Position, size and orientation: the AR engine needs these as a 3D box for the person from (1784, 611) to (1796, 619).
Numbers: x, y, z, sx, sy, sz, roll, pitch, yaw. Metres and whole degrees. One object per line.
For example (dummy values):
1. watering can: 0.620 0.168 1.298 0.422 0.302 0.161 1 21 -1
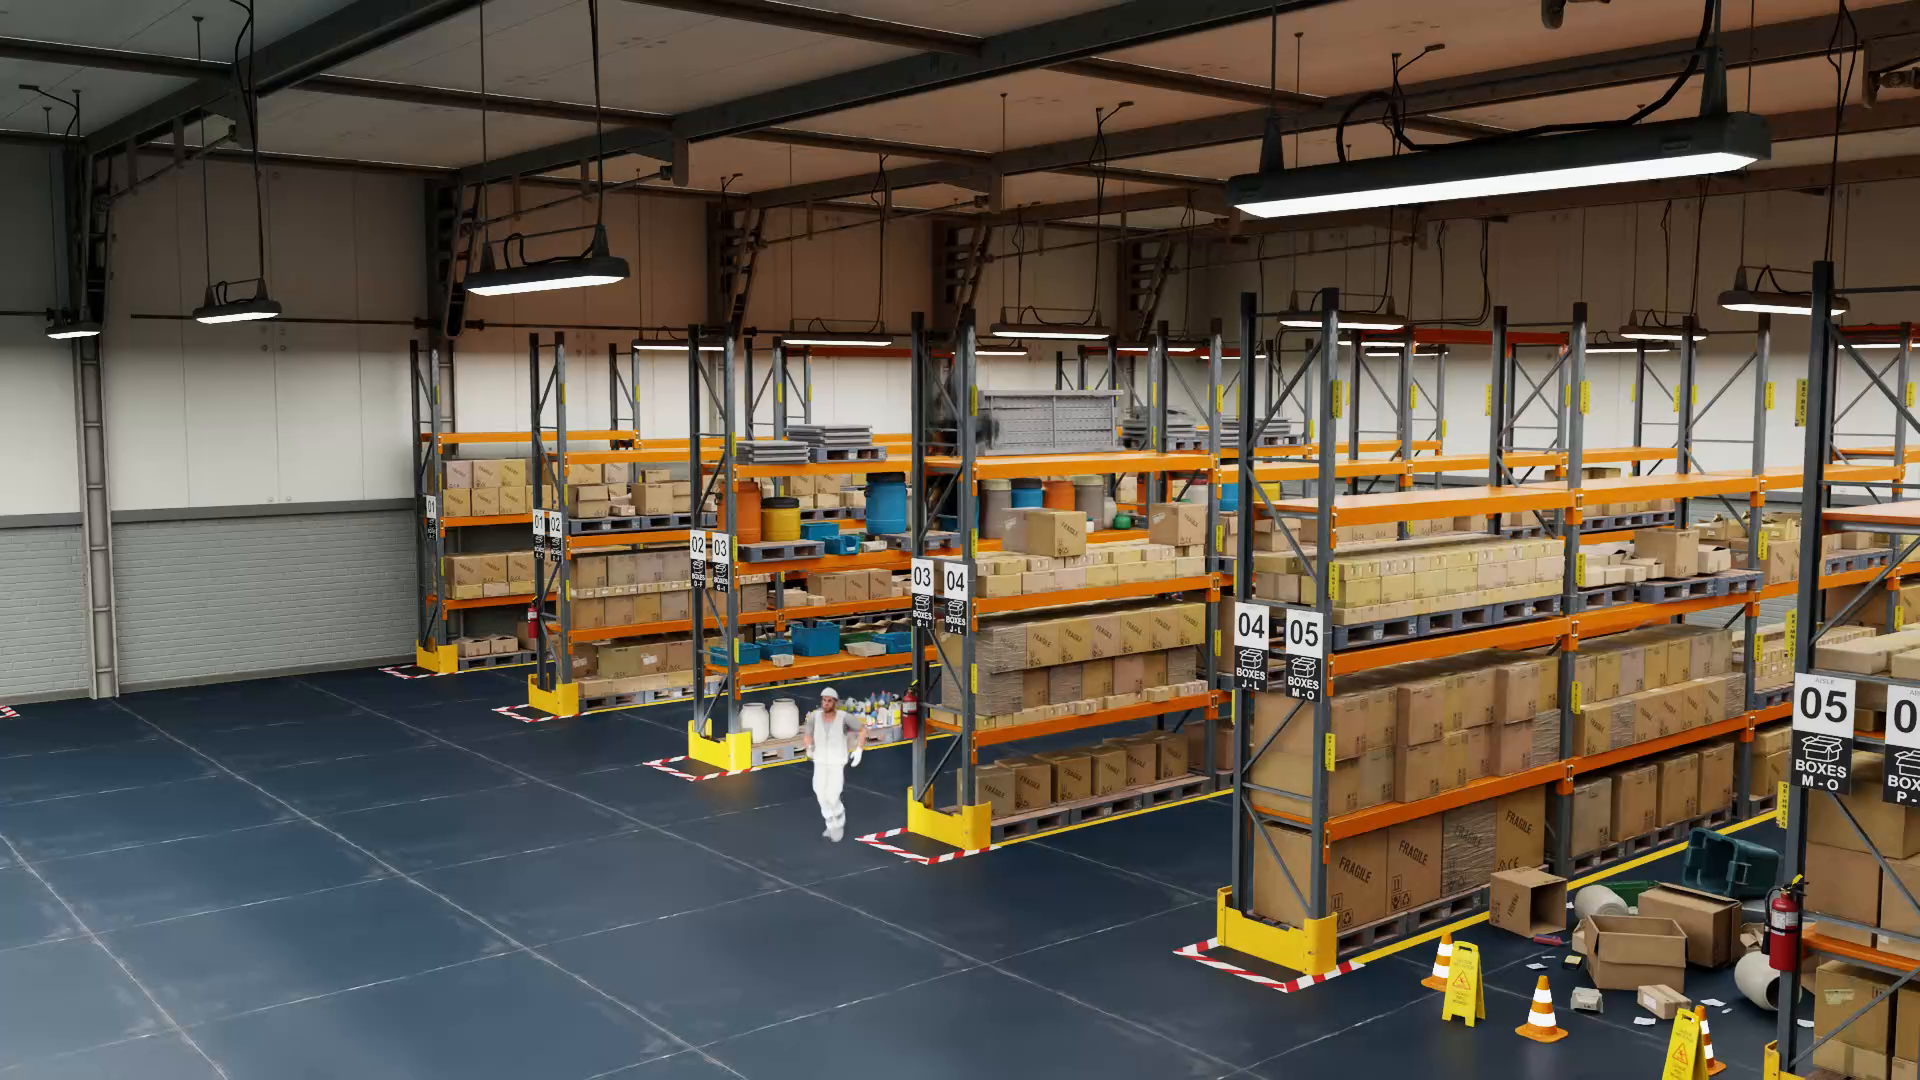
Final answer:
1. person: 12.796 1.947 25.591 0.697 1.745 0.740 -3 6 -26

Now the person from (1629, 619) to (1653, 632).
1. person: 10.382 1.966 25.224 0.636 1.766 0.867 5 7 44

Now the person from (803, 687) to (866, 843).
1. person: -1.455 2.549 18.780 0.690 1.774 0.676 1 5 14
